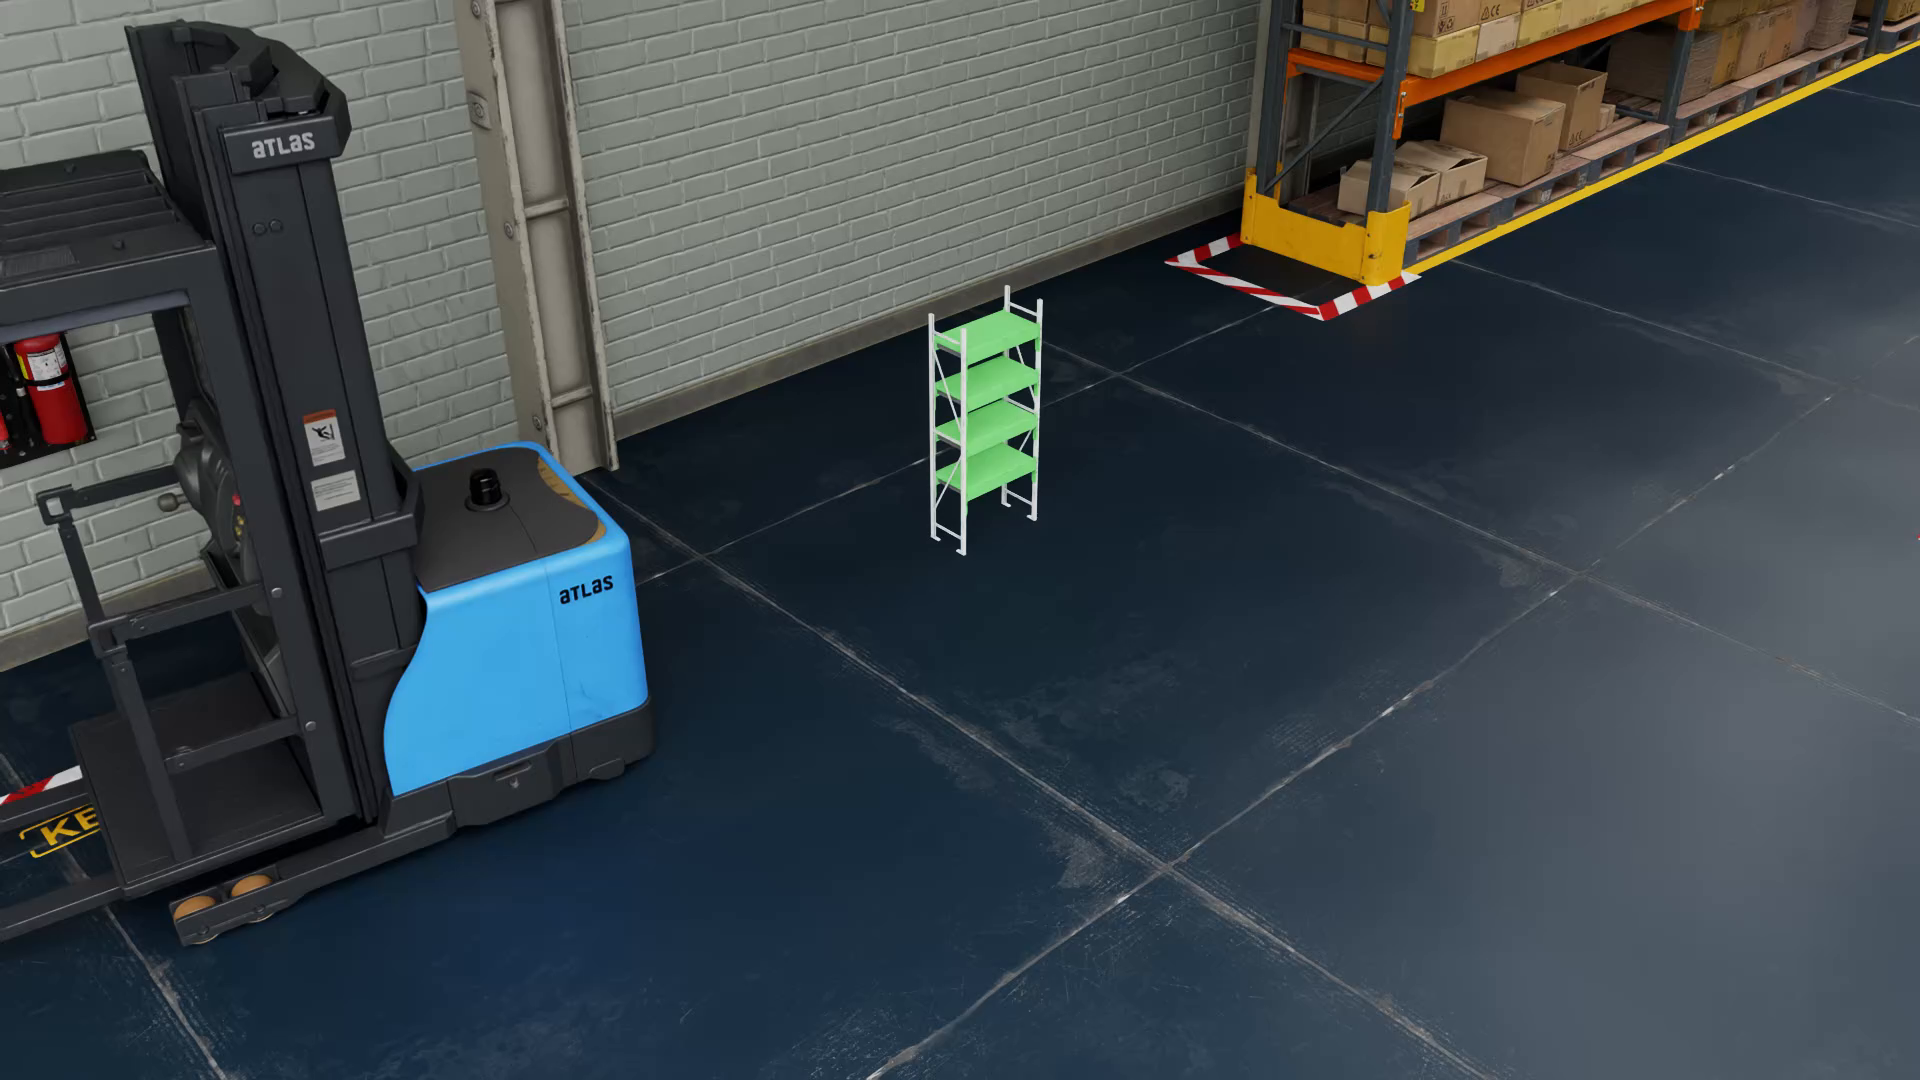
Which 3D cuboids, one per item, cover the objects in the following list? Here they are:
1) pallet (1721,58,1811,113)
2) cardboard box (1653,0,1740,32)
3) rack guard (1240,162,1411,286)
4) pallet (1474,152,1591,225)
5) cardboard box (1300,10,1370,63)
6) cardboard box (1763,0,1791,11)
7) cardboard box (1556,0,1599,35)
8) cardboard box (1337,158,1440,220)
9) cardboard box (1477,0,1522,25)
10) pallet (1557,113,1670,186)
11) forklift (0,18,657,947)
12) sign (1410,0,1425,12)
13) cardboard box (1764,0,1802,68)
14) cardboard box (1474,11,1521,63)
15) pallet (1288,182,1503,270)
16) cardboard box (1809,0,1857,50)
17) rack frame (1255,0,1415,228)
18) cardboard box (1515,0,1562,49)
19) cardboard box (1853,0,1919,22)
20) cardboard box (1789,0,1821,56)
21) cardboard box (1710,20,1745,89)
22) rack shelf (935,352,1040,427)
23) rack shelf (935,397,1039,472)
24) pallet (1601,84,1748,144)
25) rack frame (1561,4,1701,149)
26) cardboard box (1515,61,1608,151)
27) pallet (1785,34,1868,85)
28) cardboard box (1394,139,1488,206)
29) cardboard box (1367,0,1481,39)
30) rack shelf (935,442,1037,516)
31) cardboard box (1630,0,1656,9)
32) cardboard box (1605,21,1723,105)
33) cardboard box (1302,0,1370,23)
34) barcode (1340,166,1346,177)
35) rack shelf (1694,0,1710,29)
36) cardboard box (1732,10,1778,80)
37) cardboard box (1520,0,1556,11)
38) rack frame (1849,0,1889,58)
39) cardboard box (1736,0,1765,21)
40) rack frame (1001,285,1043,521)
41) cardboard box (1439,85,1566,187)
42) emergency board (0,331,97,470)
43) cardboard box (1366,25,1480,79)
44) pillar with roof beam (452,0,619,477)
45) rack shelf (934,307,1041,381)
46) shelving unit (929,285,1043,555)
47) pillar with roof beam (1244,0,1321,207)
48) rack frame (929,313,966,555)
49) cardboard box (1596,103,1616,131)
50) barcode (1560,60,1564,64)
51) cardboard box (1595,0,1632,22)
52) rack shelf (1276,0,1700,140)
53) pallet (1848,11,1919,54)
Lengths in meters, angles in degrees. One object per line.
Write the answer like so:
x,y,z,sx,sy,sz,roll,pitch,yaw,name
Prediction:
6.807,-4.143,14.823,1.213,0.211,1.003,-26,40,-35,pallet
6.192,-4.487,13.968,0.500,0.250,0.500,-27,40,-36,cardboard box
2.465,-2.163,11.308,0.348,0.500,1.175,-26,40,-35,rack guard
3.979,-2.745,12.536,1.213,0.211,1.003,-26,40,-35,pallet
2.620,-3.387,11.038,0.500,0.250,0.500,-25,39,-35,cardboard box
6.949,-4.843,14.551,0.500,0.250,0.500,-26,40,-36,cardboard box
4.104,-3.745,11.624,0.500,0.250,0.500,-25,40,-35,cardboard box
2.978,-2.454,11.543,0.500,0.311,0.500,24,39,34,cardboard box
3.333,-3.693,10.819,0.500,0.500,0.500,-26,40,-35,cardboard box
4.874,-3.180,13.248,1.213,0.211,1.003,-26,40,-35,pallet
-2.740,-0.132,5.656,3.031,2.935,1.130,-19,36,-28,forklift
2.778,-3.364,10.046,0.005,0.325,0.100,-26,40,-35,sign
6.981,-4.560,14.807,0.500,0.500,0.700,-26,40,-36,cardboard box
3.354,-3.388,11.040,0.500,0.250,0.500,-27,41,-37,cardboard box
3.085,-2.314,11.832,1.213,0.211,1.003,-26,40,-35,pallet
7.783,-4.886,15.339,0.500,0.500,0.700,-25,39,-35,cardboard box
2.409,-3.202,10.612,0.127,3.000,1.000,-26,40,-35,rack frame
3.732,-3.566,11.332,0.500,0.250,0.500,-27,40,-36,cardboard box
8.904,-5.513,16.048,0.750,0.750,0.750,-26,40,-36,cardboard box
7.326,-4.748,15.113,0.500,0.500,0.700,-26,40,-36,cardboard box
6.216,-4.212,14.238,0.500,0.500,0.700,-27,40,-36,cardboard box
0.121,-0.721,7.941,0.480,0.148,0.258,-26,40,-35,rack shelf
0.121,-0.516,8.066,0.480,0.148,0.258,-26,40,-35,rack shelf
5.912,-3.708,14.112,1.213,0.211,1.003,-26,40,-35,pallet
5.342,-4.621,12.932,0.127,3.000,1.000,-26,40,-35,rack frame
4.609,-3.359,12.842,0.500,0.500,0.500,26,40,35,cardboard box
7.702,-4.574,15.527,1.213,0.211,1.003,-26,40,-35,pallet
3.396,-2.656,11.874,0.500,0.311,0.500,-22,38,-32,cardboard box
2.964,-3.521,10.539,0.500,0.500,0.500,-26,40,-35,cardboard box
0.121,-0.311,8.192,0.480,0.148,0.258,-26,40,-35,rack shelf
4.830,-4.108,12.217,0.500,0.250,0.500,-26,40,-35,cardboard box
5.871,-4.010,13.906,0.500,0.500,0.700,-24,39,-34,cardboard box
2.610,-3.715,10.856,0.500,0.500,0.500,-26,40,-36,cardboard box
2.719,-2.617,11.802,0.075,0.075,0.001,-26,40,-35,barcode
6.809,-5.024,14.280,4.000,0.370,1.077,-26,40,-35,rack shelf
6.617,-4.378,14.508,0.500,0.500,0.700,-25,40,-35,cardboard box
3.716,-3.873,11.115,0.500,0.500,0.500,-27,41,-37,cardboard box
8.276,-6.040,15.252,0.127,3.000,1.000,-26,40,-35,rack frame
6.570,-4.673,14.273,0.500,0.250,0.500,-27,41,-37,cardboard box
0.300,-0.657,8.175,0.015,1.200,0.240,-26,40,-35,rack frame
3.968,-2.978,12.219,0.700,0.500,0.500,26,40,36,cardboard box
-3.903,-0.791,6.669,0.643,1.169,0.194,-26,40,-35,emergency board
2.983,-3.198,10.730,0.500,0.250,0.500,-27,41,-37,cardboard box
0.862,-2.566,3.820,0.400,9.000,9.100,-26,40,-35,pillar with roof beam
0.121,-0.926,7.816,0.480,0.148,0.258,-26,40,-35,rack shelf
0.121,-0.571,8.033,0.503,1.200,0.258,-26,40,-35,shelving unit
5.262,-4.694,7.300,0.400,9.000,9.100,-26,40,-35,pillar with roof beam
-0.058,-0.484,7.891,0.015,1.200,0.240,-26,40,-35,rack frame
4.971,-3.399,13.227,0.380,0.166,0.250,23,38,33,cardboard box
4.783,-3.779,13.223,0.075,0.075,0.001,-26,40,-35,barcode
4.472,-3.924,11.916,0.500,0.250,0.500,-26,40,-36,cardboard box
3.876,-3.605,11.959,4.000,0.370,1.077,-26,40,-35,rack shelf
8.905,-5.101,16.390,1.213,0.211,1.003,-26,40,-35,pallet
